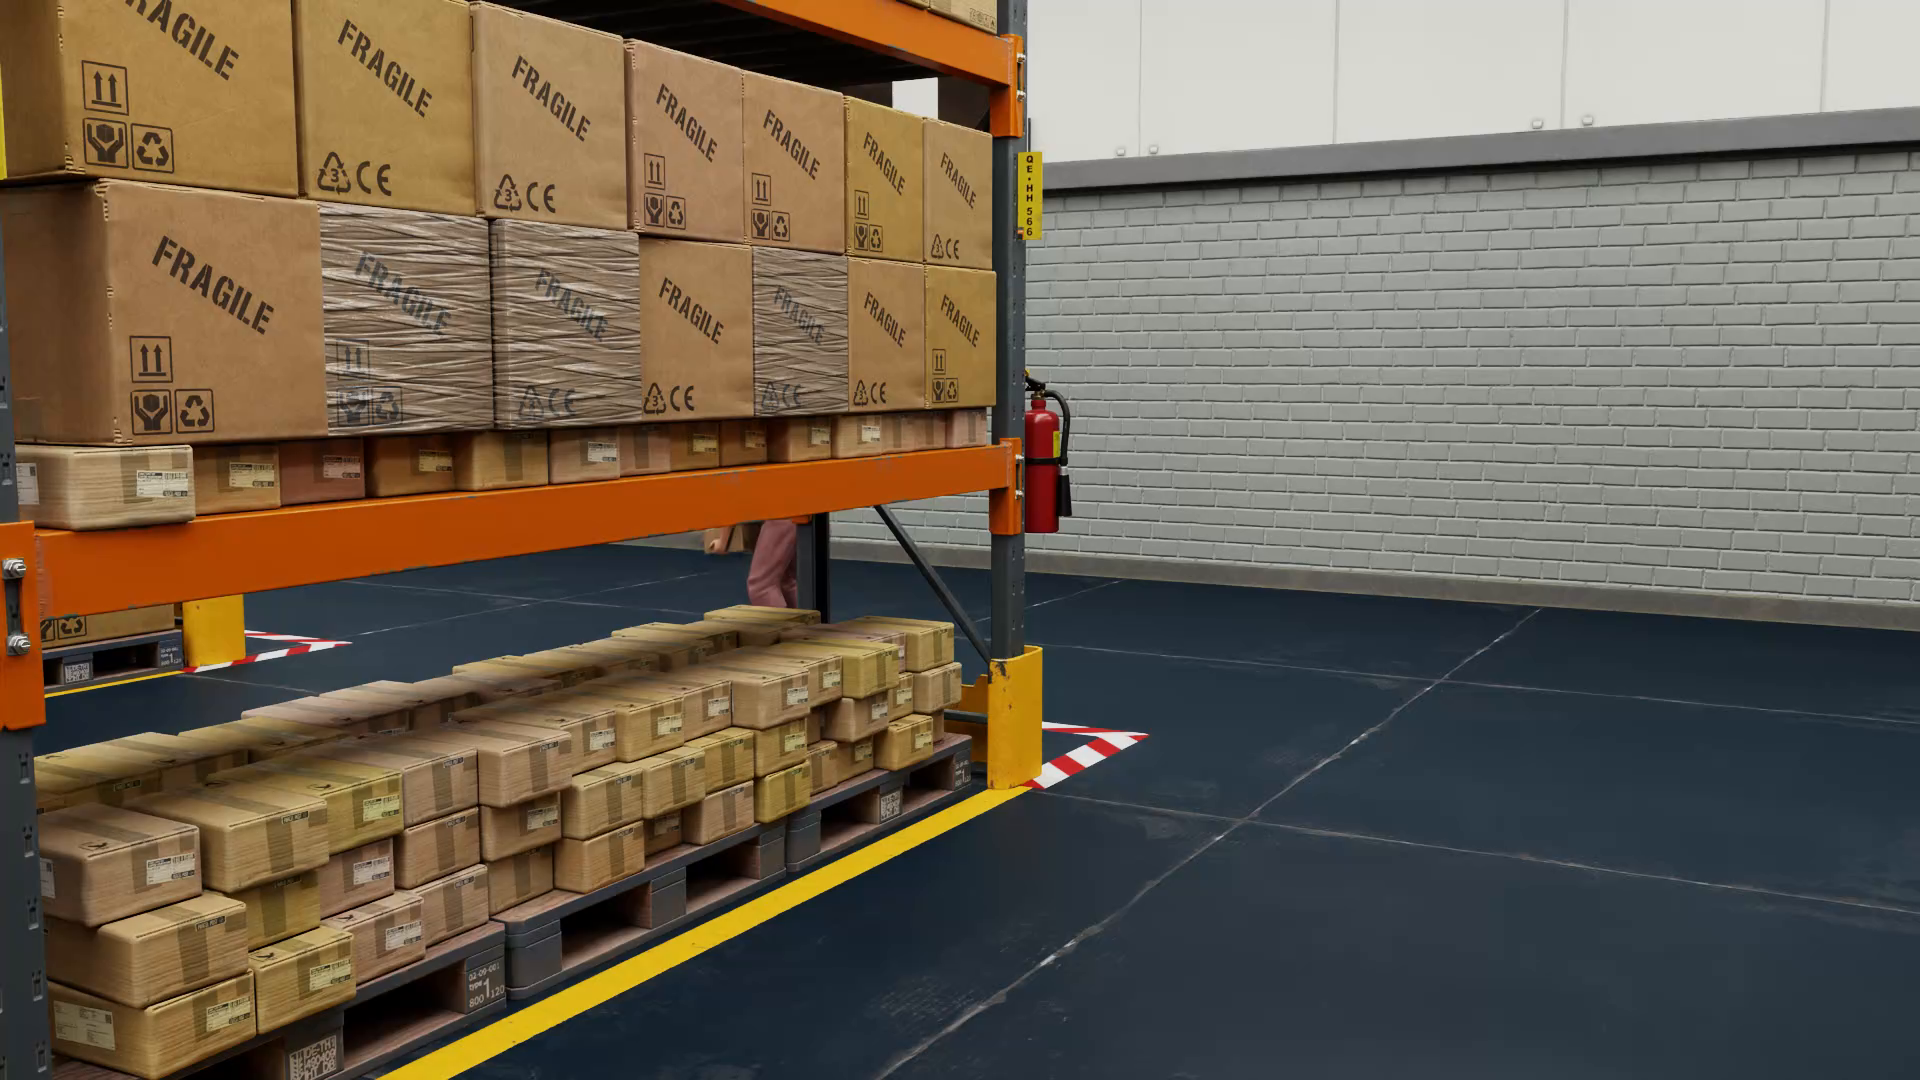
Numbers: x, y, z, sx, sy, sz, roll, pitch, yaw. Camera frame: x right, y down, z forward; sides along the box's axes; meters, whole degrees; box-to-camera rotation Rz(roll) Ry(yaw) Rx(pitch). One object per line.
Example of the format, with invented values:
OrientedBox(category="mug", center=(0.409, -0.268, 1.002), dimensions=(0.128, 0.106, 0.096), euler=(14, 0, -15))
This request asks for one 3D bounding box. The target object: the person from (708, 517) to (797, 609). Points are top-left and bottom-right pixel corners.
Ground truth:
OrientedBox(category="person", center=(-1.030, -0.042, 8.645), dimensions=(0.684, 1.489, 0.406), euler=(3, 7, 27))
